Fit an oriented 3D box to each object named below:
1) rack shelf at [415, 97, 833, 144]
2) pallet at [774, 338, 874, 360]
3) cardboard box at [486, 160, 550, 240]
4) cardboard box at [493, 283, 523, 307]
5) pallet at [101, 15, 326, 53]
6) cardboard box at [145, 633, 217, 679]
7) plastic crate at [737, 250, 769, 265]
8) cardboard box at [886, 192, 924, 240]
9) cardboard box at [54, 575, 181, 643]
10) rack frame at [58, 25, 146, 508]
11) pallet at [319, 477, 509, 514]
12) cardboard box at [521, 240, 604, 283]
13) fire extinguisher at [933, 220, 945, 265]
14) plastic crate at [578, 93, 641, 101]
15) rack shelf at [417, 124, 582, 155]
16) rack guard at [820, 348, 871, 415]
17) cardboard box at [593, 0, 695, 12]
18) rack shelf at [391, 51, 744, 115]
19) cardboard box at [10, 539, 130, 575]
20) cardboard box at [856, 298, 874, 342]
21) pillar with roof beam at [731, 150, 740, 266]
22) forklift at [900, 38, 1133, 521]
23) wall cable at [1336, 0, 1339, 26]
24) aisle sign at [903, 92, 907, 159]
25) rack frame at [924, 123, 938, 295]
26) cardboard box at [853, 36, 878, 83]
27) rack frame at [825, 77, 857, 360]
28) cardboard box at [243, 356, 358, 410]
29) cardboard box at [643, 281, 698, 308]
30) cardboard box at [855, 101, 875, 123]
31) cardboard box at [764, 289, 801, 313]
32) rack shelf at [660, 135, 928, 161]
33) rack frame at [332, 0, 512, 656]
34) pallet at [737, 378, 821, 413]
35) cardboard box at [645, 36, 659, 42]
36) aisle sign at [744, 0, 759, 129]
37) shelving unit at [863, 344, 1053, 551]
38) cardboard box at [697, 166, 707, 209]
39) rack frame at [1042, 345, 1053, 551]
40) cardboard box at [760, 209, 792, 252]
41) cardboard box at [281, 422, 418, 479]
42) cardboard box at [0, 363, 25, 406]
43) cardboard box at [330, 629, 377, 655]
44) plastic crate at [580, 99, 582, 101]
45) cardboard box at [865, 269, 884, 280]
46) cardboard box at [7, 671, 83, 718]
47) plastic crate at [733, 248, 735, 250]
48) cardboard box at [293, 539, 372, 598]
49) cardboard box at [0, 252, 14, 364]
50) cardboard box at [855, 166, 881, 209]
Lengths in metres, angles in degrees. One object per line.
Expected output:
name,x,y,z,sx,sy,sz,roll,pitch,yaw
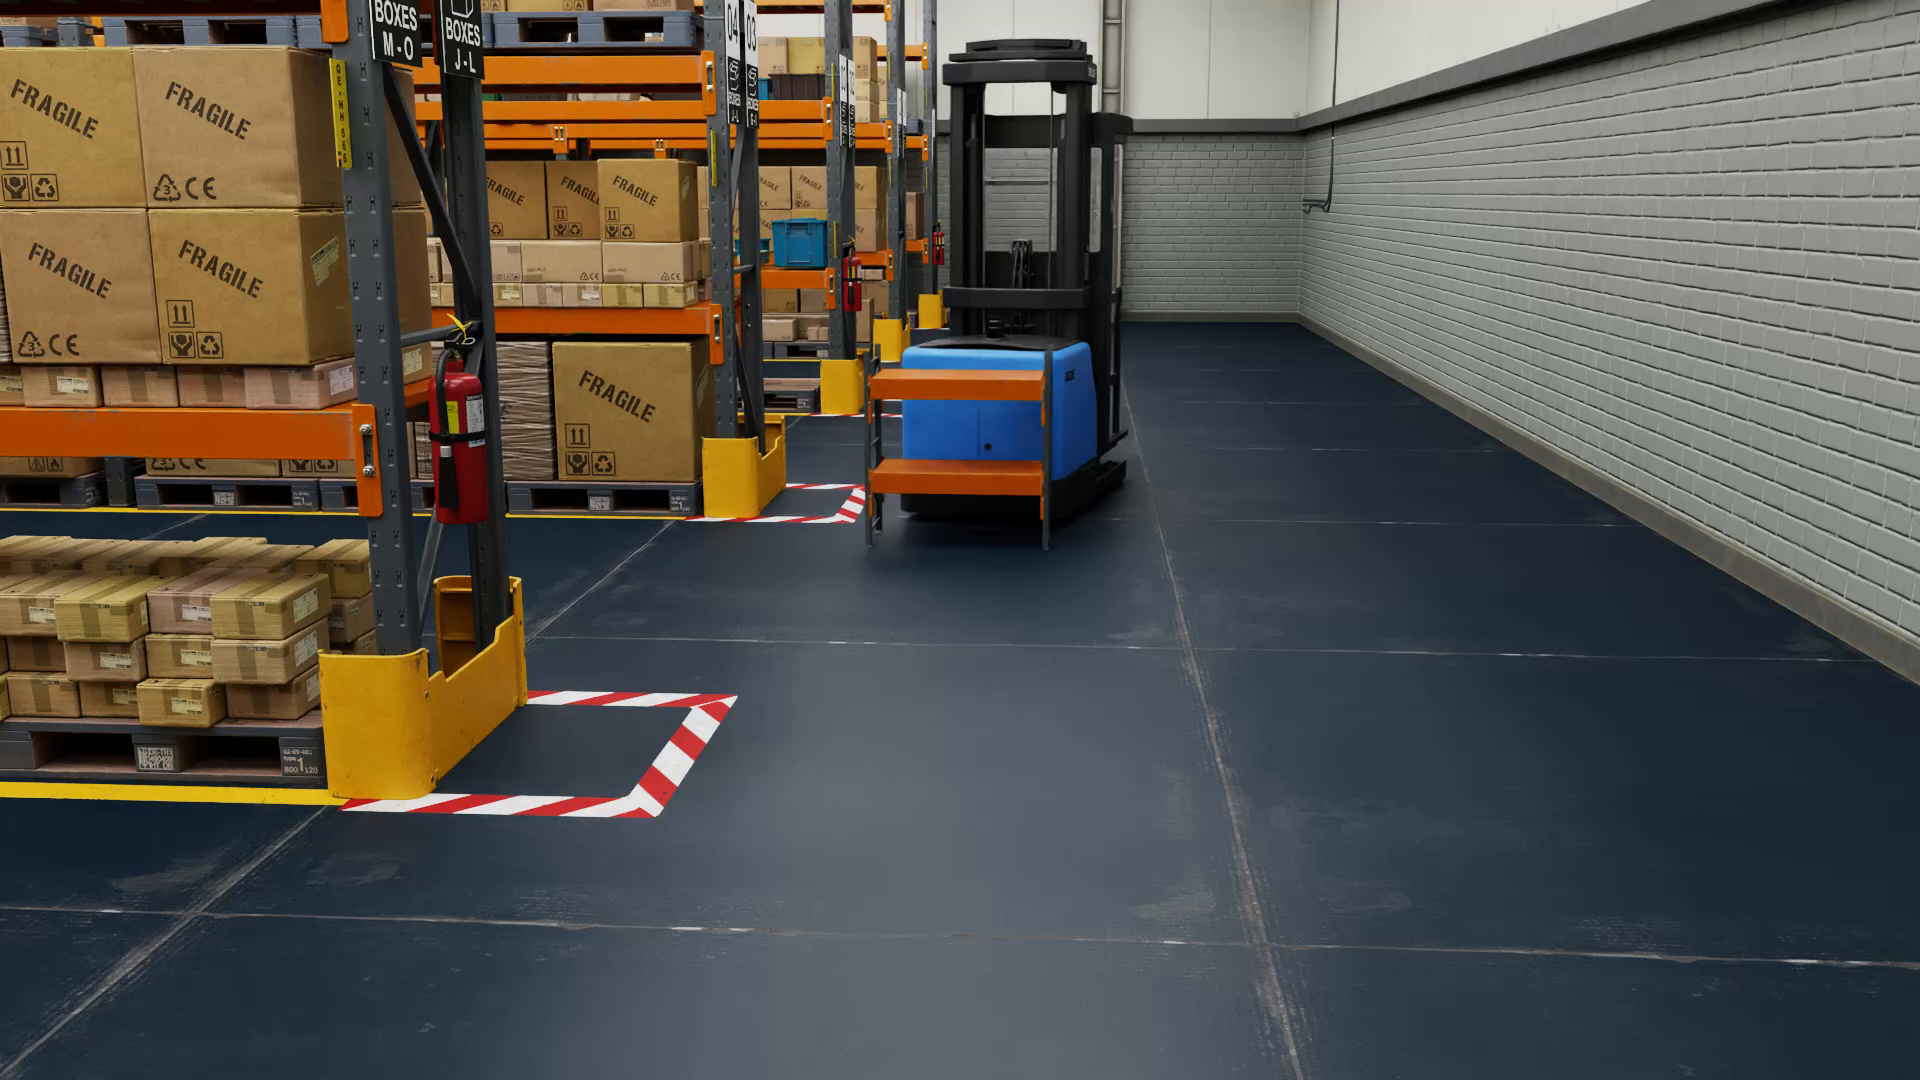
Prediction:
rack shelf,-3.097,-3.881,15.426,4.000,0.370,1.077,1,12,4
pallet,-1.638,-2.396,20.707,1.213,0.211,1.003,1,12,4
cardboard box,-2.909,-2.239,10.955,0.500,0.500,0.500,0,12,2
cardboard box,-2.829,-1.554,10.484,0.250,0.149,0.380,1,12,2
pallet,-4.608,-3.192,10.591,1.213,0.211,1.003,1,12,4
cardboard box,-2.667,0.367,5.898,0.250,0.149,0.380,1,12,2
plastic crate,-1.927,-2.612,15.426,0.243,0.136,0.396,1,12,4
cardboard box,-0.949,-4.913,25.197,0.700,0.700,0.980,1,12,6
cardboard box,-2.923,0.237,5.794,0.250,0.149,0.380,1,12,2
rack frame,-5.423,-1.780,10.953,0.127,3.000,1.000,1,12,4
pallet,-3.449,-0.373,11.035,1.213,0.211,1.003,1,12,4
cardboard box,-2.439,-1.757,10.482,0.500,0.250,0.500,1,12,3
fire extinguisher,-0.320,-4.445,24.789,0.183,0.674,0.296,1,12,4
plastic crate,-3.179,-4.054,15.141,0.530,0.136,0.437,1,12,4
rack shelf,-6.753,-4.947,20.525,4.000,0.370,1.077,1,12,4
rack guard,-1.076,-1.516,15.795,0.348,0.500,1.175,1,12,4
cardboard box,-1.955,-3.493,10.302,0.500,0.500,0.700,0,12,0
rack shelf,-3.428,-2.869,10.588,4.000,0.370,1.077,1,12,4
cardboard box,-3.419,0.107,6.413,0.250,0.149,0.380,1,12,6
cardboard box,-1.325,-2.698,20.371,0.500,0.500,0.500,1,12,4
pillar with roof beam,-3.962,-7.040,21.446,0.400,9.000,9.100,1,12,4
forklift,0.537,-1.807,11.249,1.130,2.935,3.031,3,12,16
wall cable,5.000,-7.947,21.029,0.112,2.526,3.097,1,12,4
aisle sign,-0.679,-5.081,20.382,0.004,0.787,0.394,1,12,4
rack frame,-0.439,-4.761,25.204,0.127,3.000,1.000,1,12,4
cardboard box,-1.280,-5.760,19.964,0.500,0.500,0.700,1,12,4
rack frame,-1.101,-2.737,15.528,0.127,3.000,1.000,1,12,4
cardboard box,-2.209,-0.537,5.625,0.250,0.149,0.380,1,12,4
cardboard box,-1.809,-1.540,10.418,0.250,0.149,0.380,1,12,5
cardboard box,-1.297,-5.097,19.850,0.500,0.250,0.500,1,12,4
cardboard box,-2.678,-3.752,25.457,0.500,0.500,0.700,1,12,5
rack shelf,-2.435,-5.905,25.101,4.000,0.370,1.077,1,12,4
rack frame,-1.864,-0.714,5.854,0.127,3.000,1.000,1,12,4
pallet,-1.921,-1.392,15.906,1.213,0.211,1.003,1,12,4
cardboard box,-3.780,-5.776,20.042,0.500,0.500,0.700,1,12,4
aisle sign,-1.340,-3.058,10.713,0.004,0.787,0.394,1,12,4
shelving unit,0.001,-0.549,9.644,1.048,1.125,0.538,1,12,5
cardboard box,-3.278,-4.264,20.142,0.500,0.500,0.500,0,12,2
rack frame,0.507,-0.540,9.600,0.032,1.125,0.500,1,12,5
cardboard box,-2.247,-3.763,20.187,0.500,0.500,0.500,1,12,4
cardboard box,-3.872,-0.908,10.947,0.875,0.875,0.875,1,12,4
cardboard box,-3.223,-0.557,5.719,0.250,0.149,0.380,0,12,1
cardboard box,-2.366,0.404,6.449,0.250,0.149,0.380,1,12,5
plastic crate,-3.292,-4.241,15.680,0.530,0.282,0.437,1,12,4
cardboard box,-1.285,-4.015,25.129,0.250,0.149,0.380,1,12,3
cardboard box,-3.172,0.507,5.956,0.250,0.149,0.380,1,12,4
plastic crate,-2.317,-2.739,16.033,0.298,0.136,0.250,1,12,4
cardboard box,-2.364,0.108,6.408,0.250,0.149,0.380,0,12,1
cardboard box,-3.350,-0.875,5.654,0.500,0.500,0.500,1,12,4
cardboard box,-1.229,-4.238,20.014,0.500,0.500,0.500,1,12,3
